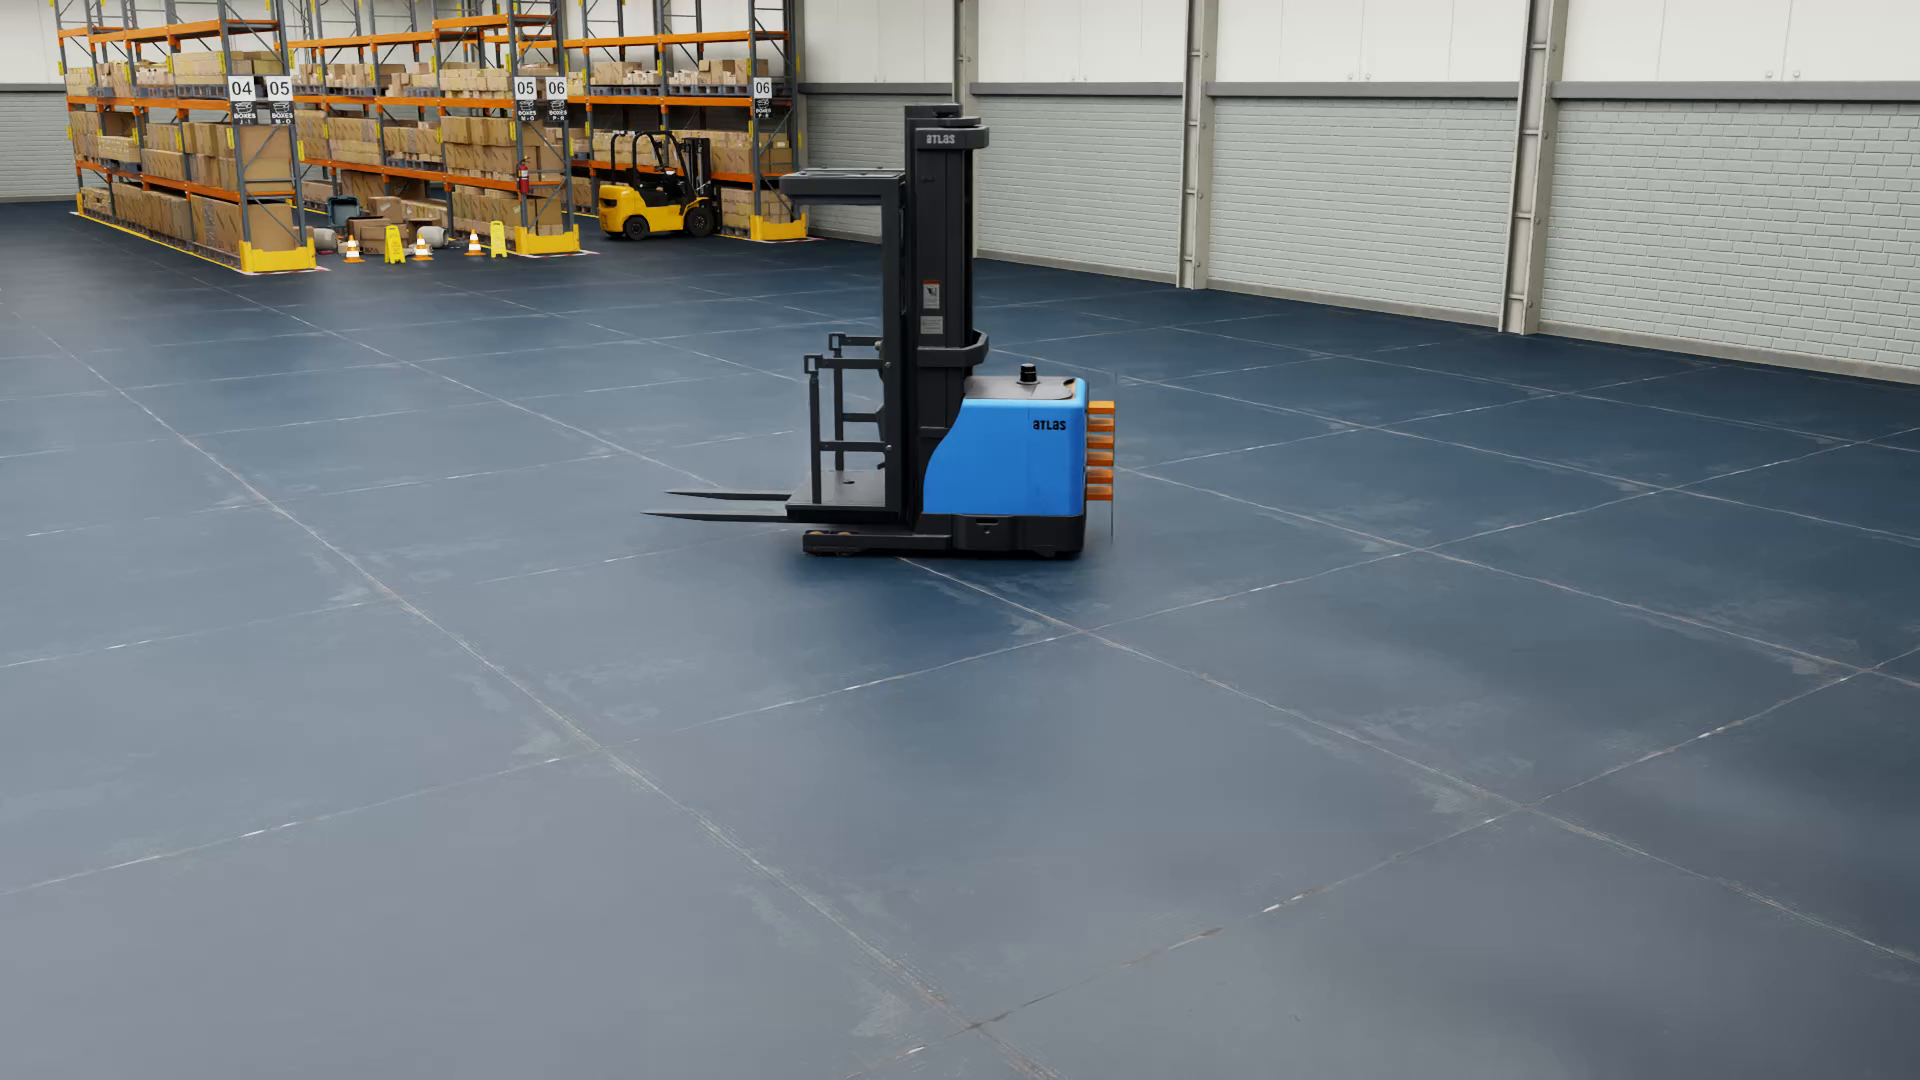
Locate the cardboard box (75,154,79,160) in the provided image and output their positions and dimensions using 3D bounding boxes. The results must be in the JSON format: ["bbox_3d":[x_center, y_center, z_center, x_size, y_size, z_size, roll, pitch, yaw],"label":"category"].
[{"bbox_3d":[-21.190,-9.280,40.275,0.380,0.149,0.250,-11,19,-35],"label":"cardboard box"}]

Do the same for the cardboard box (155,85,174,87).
[{"bbox_3d":[-16.532,-9.471,34.626,0.500,0.500,0.500,-11,19,-35],"label":"cardboard box"}]

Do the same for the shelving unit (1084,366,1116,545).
[{"bbox_3d":[0.962,-0.575,11.406,0.189,1.200,0.258,1,15,5],"label":"shelving unit"}]

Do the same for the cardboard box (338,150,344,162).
[{"bbox_3d":[-14.469,-9.139,39.570,0.500,0.250,0.500,-11,19,-36],"label":"cardboard box"}]

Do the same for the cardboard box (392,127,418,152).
[{"bbox_3d":[-12.078,-8.755,36.332,0.500,0.500,0.500,-10,18,-32],"label":"cardboard box"}]

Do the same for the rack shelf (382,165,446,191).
[{"bbox_3d":[-11.291,-7.829,35.860,1.077,0.370,4.000,-11,19,-35],"label":"rack shelf"}]

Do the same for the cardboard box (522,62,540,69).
[{"bbox_3d":[-10.912,-12.029,42.305,0.396,0.266,0.258,-11,19,-35],"label":"cardboard box"}]

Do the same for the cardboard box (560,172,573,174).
[{"bbox_3d":[-10.198,-9.449,43.127,0.380,0.149,0.250,-11,19,-35],"label":"cardboard box"}]

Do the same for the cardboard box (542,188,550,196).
[{"bbox_3d":[-10.383,-8.974,42.623,0.500,0.500,0.500,-11,19,-35],"label":"cardboard box"}]

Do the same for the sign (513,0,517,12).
[{"bbox_3d":[-11.256,-13.530,42.045,0.100,0.325,0.005,-11,19,-35],"label":"sign"}]

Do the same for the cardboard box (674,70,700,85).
[{"bbox_3d":[-5.811,-9.959,35.782,0.500,0.311,0.500,-10,18,-33],"label":"cardboard box"}]

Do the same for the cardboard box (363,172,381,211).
[{"bbox_3d":[-13.327,-8.132,38.834,0.875,0.875,0.875,-11,19,-34],"label":"cardboard box"}]

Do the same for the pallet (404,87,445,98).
[{"bbox_3d":[-11.005,-9.474,35.183,1.213,0.211,1.003,-11,19,-35],"label":"pallet"}]

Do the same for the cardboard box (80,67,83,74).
[{"bbox_3d":[-19.950,-10.771,38.148,0.380,0.149,0.250,-11,19,-35],"label":"cardboard box"}]

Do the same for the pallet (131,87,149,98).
[{"bbox_3d":[-15.990,-9.039,33.596,1.213,0.211,1.003,-10,18,-32],"label":"pallet"}]

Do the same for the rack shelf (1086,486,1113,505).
[{"bbox_3d":[0.962,-0.301,11.481,0.180,0.103,0.258,1,15,5],"label":"rack shelf"}]

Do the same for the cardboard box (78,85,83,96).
[{"bbox_3d":[-20.144,-10.427,38.592,0.500,0.250,0.500,-11,19,-35],"label":"cardboard box"}]

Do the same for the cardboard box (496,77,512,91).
[{"bbox_3d":[-8.282,-8.480,30.914,0.500,0.250,0.500,-11,19,-35],"label":"cardboard box"}]

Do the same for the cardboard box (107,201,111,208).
[{"bbox_3d":[-19.206,-7.656,37.907,0.380,0.149,0.250,-10,18,-33],"label":"cardboard box"}]

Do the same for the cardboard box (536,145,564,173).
[{"bbox_3d":[-7.818,-7.230,31.558,0.500,0.500,0.500,-11,19,-35],"label":"cardboard box"}]

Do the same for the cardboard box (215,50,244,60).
[{"bbox_3d":[-12.181,-8.085,27.731,0.380,0.149,0.250,-11,19,-34],"label":"cardboard box"}]

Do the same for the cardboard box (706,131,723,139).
[{"bbox_3d":[-5.173,-8.597,35.323,0.380,0.149,0.250,-11,19,-34],"label":"cardboard box"}]

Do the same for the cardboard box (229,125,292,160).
[{"bbox_3d":[-11.895,-6.783,28.347,0.875,0.550,0.550,-11,19,-35],"label":"cardboard box"}]

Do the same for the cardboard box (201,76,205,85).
[{"bbox_3d":[-12.924,-7.971,28.825,0.380,0.149,0.250,-11,19,-34],"label":"cardboard box"}]

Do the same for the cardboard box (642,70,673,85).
[{"bbox_3d":[-6.725,-10.291,36.996,0.500,0.311,0.500,-12,19,-36],"label":"cardboard box"}]

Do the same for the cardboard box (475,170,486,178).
[{"bbox_3d":[-9.274,-7.186,32.626,0.380,0.149,0.250,-11,19,-35],"label":"cardboard box"}]

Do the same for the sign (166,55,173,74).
[{"bbox_3d":[-14.493,-8.720,30.497,0.100,0.325,0.005,-11,19,-35],"label":"sign"}]

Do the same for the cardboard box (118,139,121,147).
[{"bbox_3d":[-17.531,-8.381,35.068,0.380,0.149,0.250,-10,18,-33],"label":"cardboard box"}]

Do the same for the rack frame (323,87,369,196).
[{"bbox_3d":[-14.819,-9.457,40.446,1.000,3.000,0.127,-11,19,-35],"label":"rack frame"}]

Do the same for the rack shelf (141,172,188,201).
[{"bbox_3d":[-15.236,-7.039,32.974,1.077,0.370,4.000,-11,19,-35],"label":"rack shelf"}]

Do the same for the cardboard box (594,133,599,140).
[{"bbox_3d":[-8.505,-9.621,39.628,0.380,0.149,0.250,-10,18,-33],"label":"cardboard box"}]

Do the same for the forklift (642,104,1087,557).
[{"bbox_3d":[-0.650,-1.438,11.279,3.031,2.935,1.130,1,15,5],"label":"forklift"}]

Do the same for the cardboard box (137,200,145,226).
[{"bbox_3d":[-17.010,-6.910,35.079,0.500,0.500,0.500,-11,19,-35],"label":"cardboard box"}]

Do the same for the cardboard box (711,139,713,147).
[{"bbox_3d":[-5.029,-8.395,35.147,0.380,0.149,0.250,-11,19,-35],"label":"cardboard box"}]

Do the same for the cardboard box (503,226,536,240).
[{"bbox_3d":[-8.471,-5.907,31.888,0.500,0.250,0.500,-11,19,-35],"label":"cardboard box"}]

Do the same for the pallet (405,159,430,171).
[{"bbox_3d":[-11.270,-8.094,35.829,1.003,0.211,1.213,-11,19,-35],"label":"pallet"}]

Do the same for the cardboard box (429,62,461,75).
[{"bbox_3d":[-10.559,-9.671,34.087,0.500,0.250,0.500,-10,18,-33],"label":"cardboard box"}]

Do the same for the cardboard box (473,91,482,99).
[{"bbox_3d":[-9.139,-8.574,32.013,0.380,0.149,0.250,-11,19,-35],"label":"cardboard box"}]

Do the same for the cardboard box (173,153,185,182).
[{"bbox_3d":[-14.583,-7.077,31.560,0.500,0.500,0.500,-11,19,-35],"label":"cardboard box"}]

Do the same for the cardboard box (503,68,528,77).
[{"bbox_3d":[-8.201,-8.631,30.712,0.380,0.149,0.250,-11,19,-34],"label":"cardboard box"}]

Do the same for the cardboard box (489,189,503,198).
[{"bbox_3d":[-8.861,-6.698,32.130,0.380,0.149,0.250,-10,18,-34],"label":"cardboard box"}]

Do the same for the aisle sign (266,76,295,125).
[{"bbox_3d":[-11.424,-7.390,27.969,0.394,0.787,0.004,-11,19,-35],"label":"aisle sign"}]

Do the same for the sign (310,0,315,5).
[{"bbox_3d":[-15.283,-12.796,39.214,0.100,0.325,0.005,-11,19,-35],"label":"sign"}]

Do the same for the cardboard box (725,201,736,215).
[{"bbox_3d":[-4.576,-6.947,34.743,0.500,0.250,0.500,-11,19,-35],"label":"cardboard box"}]

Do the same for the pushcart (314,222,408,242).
[{"bbox_3d":[-11.930,-6.119,33.218,0.936,0.377,1.648,10,18,33],"label":"pushcart"}]

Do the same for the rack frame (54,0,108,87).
[{"bbox_3d":[-21.116,-12.415,39.888,1.000,3.000,0.127,-11,19,-35],"label":"rack frame"}]

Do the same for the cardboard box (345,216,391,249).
[{"bbox_3d":[-11.401,-5.936,32.055,0.797,0.637,0.503,-11,19,-35],"label":"cardboard box"}]

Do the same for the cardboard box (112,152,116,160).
[{"bbox_3d":[-17.987,-8.260,35.755,0.380,0.149,0.250,-12,19,-37],"label":"cardboard box"}]

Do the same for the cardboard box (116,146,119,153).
[{"bbox_3d":[-17.677,-8.292,35.307,0.380,0.149,0.250,-11,19,-35],"label":"cardboard box"}]

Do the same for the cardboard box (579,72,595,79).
[{"bbox_3d":[-8.896,-11.112,39.775,0.380,0.149,0.250,-10,18,-33],"label":"cardboard box"}]

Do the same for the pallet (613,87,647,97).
[{"bbox_3d":[-7.323,-10.360,38.422,1.003,0.211,1.213,-10,18,-32],"label":"pallet"}]

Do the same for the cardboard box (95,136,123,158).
[{"bbox_3d":[-19.277,-8.918,37.724,0.500,0.500,0.500,-11,19,-34],"label":"cardboard box"}]

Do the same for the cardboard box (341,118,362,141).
[{"bbox_3d":[-14.179,-9.637,39.020,0.500,0.500,0.500,-11,19,-36],"label":"cardboard box"}]

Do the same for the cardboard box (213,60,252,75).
[{"bbox_3d":[-12.222,-7.934,27.937,0.500,0.250,0.500,-11,19,-34],"label":"cardboard box"}]
